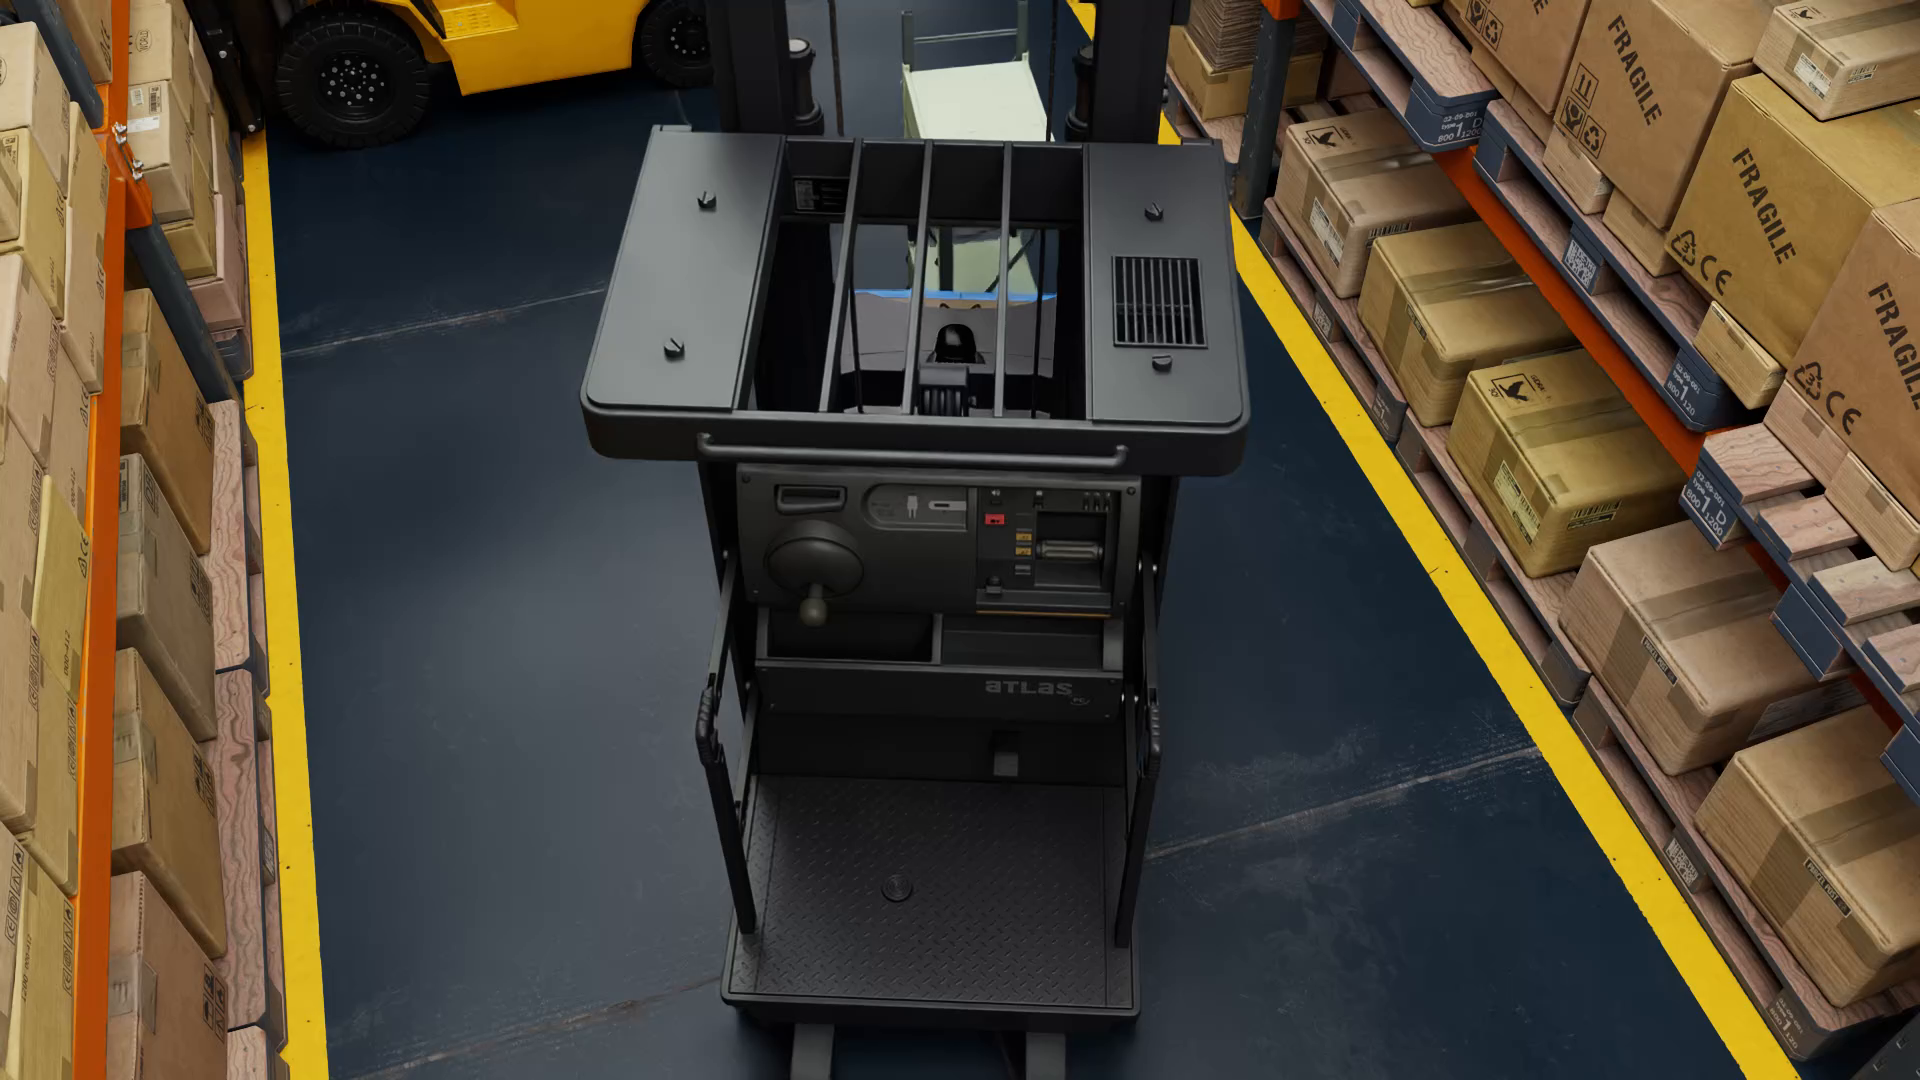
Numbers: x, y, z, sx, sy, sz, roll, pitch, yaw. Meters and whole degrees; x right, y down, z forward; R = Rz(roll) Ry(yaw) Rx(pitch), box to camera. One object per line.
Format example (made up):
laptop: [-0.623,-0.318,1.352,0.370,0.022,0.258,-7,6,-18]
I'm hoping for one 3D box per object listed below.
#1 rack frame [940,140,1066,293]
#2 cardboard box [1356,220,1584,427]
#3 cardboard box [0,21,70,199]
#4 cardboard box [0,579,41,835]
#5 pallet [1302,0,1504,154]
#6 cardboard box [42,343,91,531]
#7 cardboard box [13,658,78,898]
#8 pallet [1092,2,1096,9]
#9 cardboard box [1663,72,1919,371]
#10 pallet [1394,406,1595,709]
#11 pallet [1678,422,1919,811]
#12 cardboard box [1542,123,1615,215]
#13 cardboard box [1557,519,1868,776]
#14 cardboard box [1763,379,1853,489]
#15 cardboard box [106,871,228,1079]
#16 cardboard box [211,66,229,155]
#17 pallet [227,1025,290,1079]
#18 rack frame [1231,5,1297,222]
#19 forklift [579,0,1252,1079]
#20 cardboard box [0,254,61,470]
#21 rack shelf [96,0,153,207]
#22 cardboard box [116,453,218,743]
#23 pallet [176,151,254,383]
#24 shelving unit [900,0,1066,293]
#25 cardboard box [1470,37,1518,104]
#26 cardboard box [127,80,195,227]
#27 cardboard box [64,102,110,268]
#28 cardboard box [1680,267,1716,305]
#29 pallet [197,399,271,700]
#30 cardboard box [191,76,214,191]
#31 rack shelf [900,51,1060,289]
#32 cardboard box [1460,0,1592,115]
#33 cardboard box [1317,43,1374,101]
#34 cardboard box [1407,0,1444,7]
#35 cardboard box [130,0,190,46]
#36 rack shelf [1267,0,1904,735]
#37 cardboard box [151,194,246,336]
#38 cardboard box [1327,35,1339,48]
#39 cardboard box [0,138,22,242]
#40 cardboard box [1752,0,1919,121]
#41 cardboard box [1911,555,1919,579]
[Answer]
rack frame: [0.139,-0.629,5.299,0.400,1.500,0.023,-7,50,-6]
cardboard box: [1.998,-0.816,5.920,0.950,0.372,0.625,-10,51,-9]
cardboard box: [-2.726,-1.122,4.505,0.500,0.250,0.500,-14,51,-12]
cardboard box: [-2.115,0.367,3.249,0.500,0.250,0.500,-14,51,-12]
pallet: [1.712,-1.782,5.416,1.003,0.211,1.213,-13,51,-11]
cardboard box: [-2.445,-0.217,4.069,0.500,0.250,0.500,-13,51,-11]
cardboard box: [-2.134,0.538,3.433,0.500,0.250,0.500,-15,51,-12]
pallet: [1.028,-2.911,8.066,1.003,0.211,1.213,-13,51,-11]
cardboard box: [2.094,-0.789,3.919,0.500,0.500,0.500,-16,52,-13]
pallet: [2.221,-0.075,5.675,1.003,0.211,1.213,-13,51,-11]
pallet: [2.495,0.052,3.870,1.213,0.211,1.003,-13,51,-11]
cardboard box: [1.845,-1.056,4.568,0.380,0.149,0.250,-12,51,-10]
cardboard box: [2.424,0.246,5.024,0.950,0.372,0.625,-14,51,-12]
cardboard box: [2.153,-0.293,3.925,0.380,0.149,0.250,-16,52,-13]
cardboard box: [-2.305,1.308,3.964,0.875,0.625,0.625,-12,51,-10]
cardboard box: [-3.274,-1.726,6.767,0.500,0.250,0.500,-13,51,-10]
pallet: [-2.139,1.901,4.010,1.003,0.211,1.213,-13,51,-11]
rack frame: [1.625,-2.435,5.841,1.000,3.000,0.127,-13,51,-11]
forklift: [-0.058,0.123,3.730,1.130,2.935,3.031,2,50,2]
cardboard box: [-2.422,-0.373,3.874,0.500,0.250,0.500,-12,51,-10]
rack shelf: [-3.707,-2.539,6.399,1.077,0.370,4.000,-13,51,-11]
cardboard box: [-2.729,0.267,4.841,0.875,0.625,0.625,-14,51,-11]
pallet: [-3.311,-1.001,6.456,1.003,0.211,1.213,-13,51,-11]
shelving unit: [0.078,-0.905,5.532,0.431,1.500,0.755,-7,50,-6]
cardboard box: [1.745,-1.443,4.894,0.380,0.149,0.250,-13,51,-10]
cardboard box: [-2.959,-1.305,5.758,0.500,0.250,0.500,-14,51,-12]
cardboard box: [-2.717,-0.952,4.689,0.500,0.250,0.500,-12,51,-10]
cardboard box: [2.105,-0.703,4.270,0.380,0.149,0.250,-13,51,-11]
pallet: [-2.861,0.118,5.512,1.003,0.211,1.213,-13,51,-11]
cardboard box: [-3.115,-1.510,6.258,0.500,0.250,0.500,-14,51,-11]
rack shelf: [0.078,-1.156,5.233,0.431,0.370,0.720,-7,50,-6]
cardboard box: [1.771,-1.561,4.569,0.500,0.500,0.500,-14,51,-11]
cardboard box: [1.708,-2.176,7.146,0.500,0.250,0.500,-15,52,-13]
cardboard box: [1.552,-1.830,5.220,0.380,0.149,0.250,-12,51,-10]
cardboard box: [-3.259,-2.042,6.379,0.500,0.250,0.500,-12,51,-10]
rack shelf: [2.216,-0.742,4.884,1.077,0.370,4.000,-13,51,-11]
cardboard box: [-2.943,-0.987,6.144,0.500,0.250,0.500,-13,51,-11]
cardboard box: [1.708,-2.417,6.859,0.500,0.500,0.500,-11,51,-9]
cardboard box: [-2.483,-0.815,3.985,0.380,0.149,0.250,-15,51,-12]
cardboard box: [2.054,-1.117,3.771,0.380,0.149,0.250,-16,52,-13]
cardboard box: [2.338,0.067,3.622,0.380,0.149,0.250,-13,51,-10]
